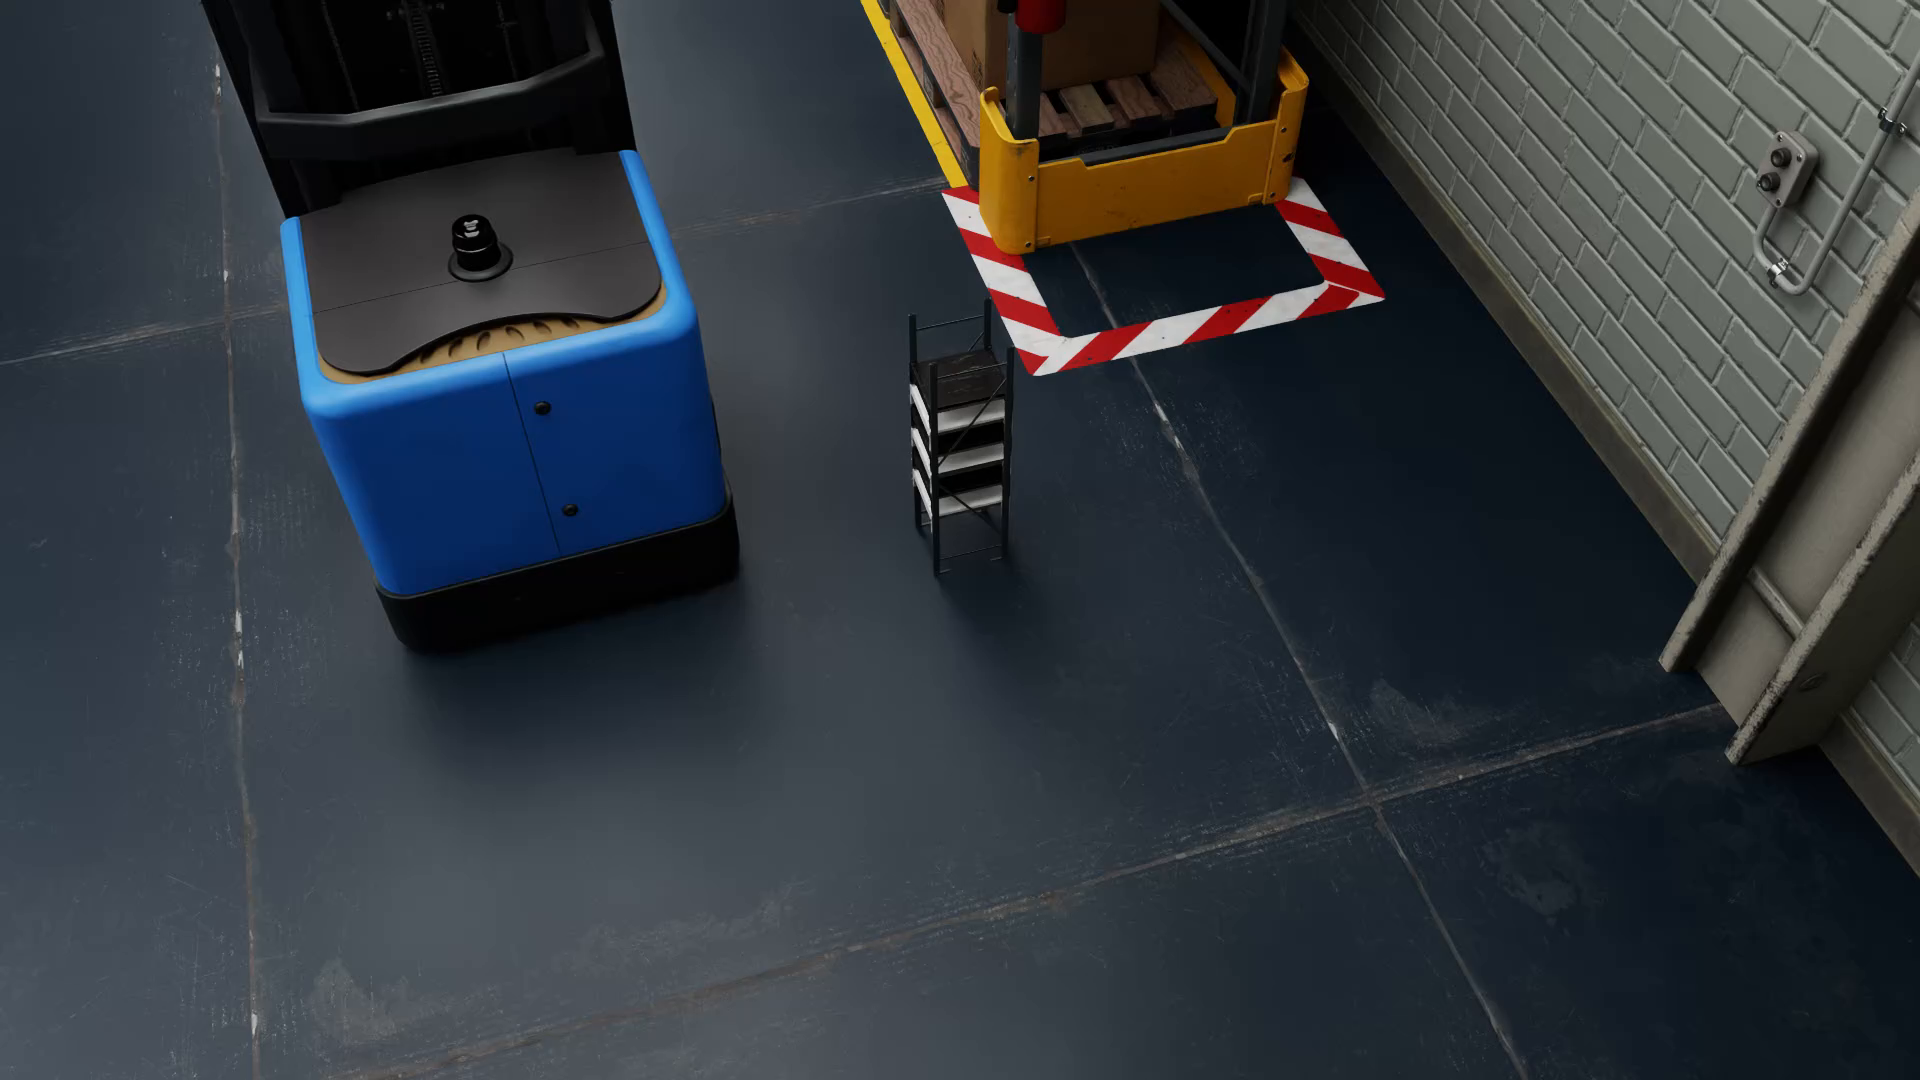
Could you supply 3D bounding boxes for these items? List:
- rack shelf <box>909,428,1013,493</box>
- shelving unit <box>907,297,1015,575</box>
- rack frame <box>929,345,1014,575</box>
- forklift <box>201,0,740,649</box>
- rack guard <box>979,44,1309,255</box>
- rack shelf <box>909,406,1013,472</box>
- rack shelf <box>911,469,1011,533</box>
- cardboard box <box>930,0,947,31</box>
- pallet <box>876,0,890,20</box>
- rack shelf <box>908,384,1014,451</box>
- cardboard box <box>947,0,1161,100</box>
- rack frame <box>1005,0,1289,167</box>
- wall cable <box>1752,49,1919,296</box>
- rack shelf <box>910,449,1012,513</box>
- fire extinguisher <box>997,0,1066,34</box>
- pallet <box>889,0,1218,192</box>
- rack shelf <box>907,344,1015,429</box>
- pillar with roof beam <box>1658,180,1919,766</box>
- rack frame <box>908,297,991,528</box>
[{"bbox_3d":[0.002,-0.263,4.926,0.258,0.077,0.200,-13,51,-11],"label":"rack shelf"},{"bbox_3d":[0.002,-0.284,4.901,0.258,0.900,0.210,-13,51,-11],"label":"shelving unit"},{"bbox_3d":[0.032,-0.210,4.838,0.240,0.900,0.006,-13,51,-11],"label":"rack frame"},{"bbox_3d":[-1.641,-1.780,4.834,1.130,2.935,3.031,-15,51,-12],"label":"forklift"},{"bbox_3d":[0.665,-1.457,6.152,1.175,0.500,0.348,-13,51,-11],"label":"rack guard"},{"bbox_3d":[0.002,-0.321,4.858,0.258,0.077,0.200,-13,51,-11],"label":"rack shelf"},{"bbox_3d":[0.002,-0.147,5.064,0.258,0.077,0.200,-13,51,-11],"label":"rack shelf"},{"bbox_3d":[0.207,-2.464,6.726,0.700,0.500,0.500,-13,51,-11],"label":"cardboard box"},{"bbox_3d":[-0.011,-2.838,7.504,1.003,0.211,1.213,-13,51,-11],"label":"pallet"},{"bbox_3d":[0.002,-0.379,4.789,0.258,0.077,0.200,-13,51,-11],"label":"rack shelf"},{"bbox_3d":[0.355,-2.099,6.418,0.700,0.500,0.500,-13,51,-11],"label":"cardboard box"},{"bbox_3d":[0.658,-2.281,5.211,1.000,3.000,0.127,-13,51,-11],"label":"rack frame"},{"bbox_3d":[1.940,-1.887,4.214,0.084,1.984,1.851,-13,51,-11],"label":"wall cable"},{"bbox_3d":[0.002,-0.205,4.995,0.258,0.077,0.200,-13,51,-11],"label":"rack shelf"},{"bbox_3d":[0.261,-1.921,5.202,0.296,0.674,0.183,-13,51,-11],"label":"fire extinguisher"},{"bbox_3d":[0.346,-1.948,6.754,1.003,0.211,1.213,-13,51,-11],"label":"pallet"},{"bbox_3d":[0.002,-0.437,4.720,0.258,0.077,0.200,-13,51,-11],"label":"rack shelf"},{"bbox_3d":[-1.830,-1.465,0.599,9.100,9.000,0.400,-13,51,-11],"label":"pillar with roof beam"},{"bbox_3d":[-0.028,-0.358,4.964,0.240,0.900,0.006,-13,51,-11],"label":"rack frame"}]
